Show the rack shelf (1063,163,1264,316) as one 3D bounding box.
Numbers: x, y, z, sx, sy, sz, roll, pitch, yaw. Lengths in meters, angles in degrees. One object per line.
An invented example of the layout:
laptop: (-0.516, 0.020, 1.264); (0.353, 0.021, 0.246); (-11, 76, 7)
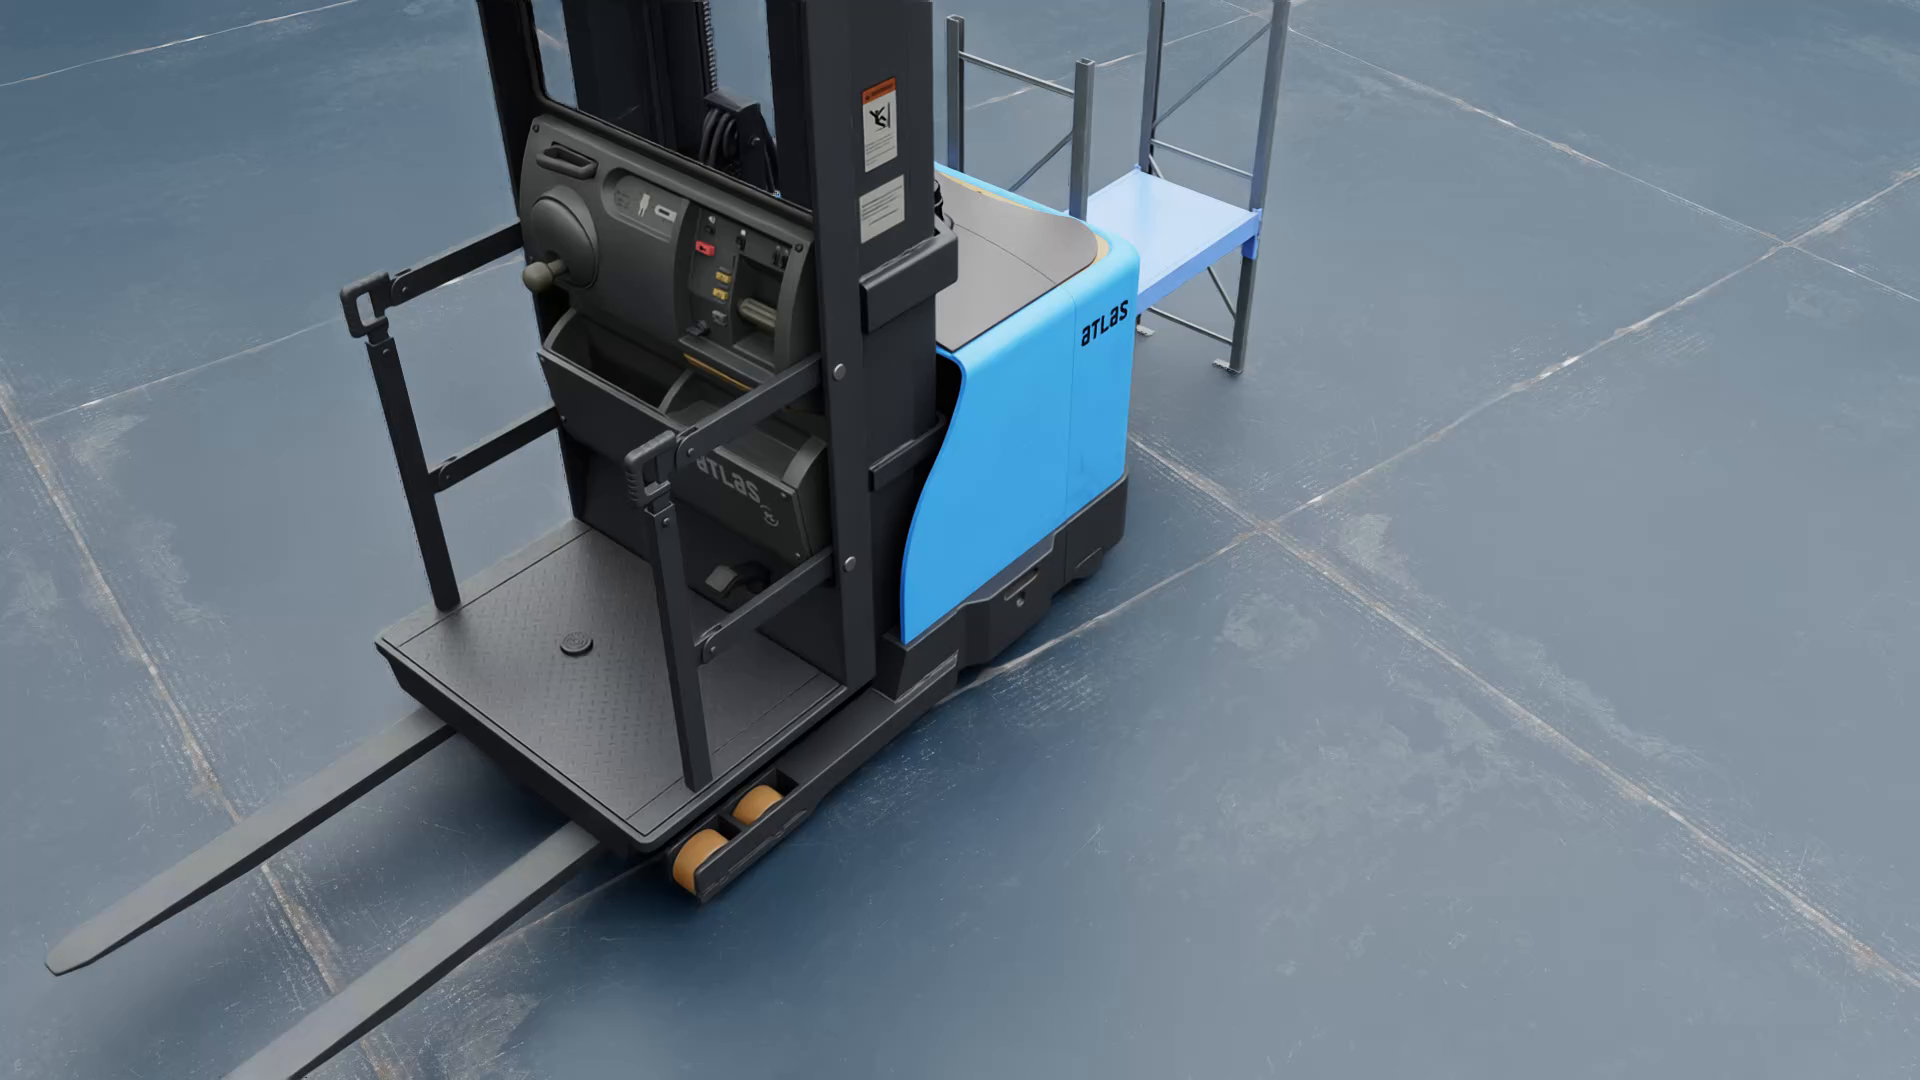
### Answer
rack shelf: (0.491, -0.899, 5.447); (0.538, 0.185, 1.000); (28, 47, 30)

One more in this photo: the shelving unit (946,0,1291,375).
shelving unit: (0.491, -1.038, 5.333); (0.538, 1.500, 1.048); (28, 47, 30)

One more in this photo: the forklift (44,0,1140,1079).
forklift: (-0.828, -0.605, 3.677); (1.130, 2.935, 3.031); (28, 47, 30)

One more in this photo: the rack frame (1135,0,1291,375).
rack frame: (0.821, -1.284, 5.632); (0.500, 1.500, 0.032); (28, 47, 30)

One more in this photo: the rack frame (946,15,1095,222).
rack frame: (0.161, -0.793, 5.034); (0.500, 1.500, 0.032); (28, 47, 30)
